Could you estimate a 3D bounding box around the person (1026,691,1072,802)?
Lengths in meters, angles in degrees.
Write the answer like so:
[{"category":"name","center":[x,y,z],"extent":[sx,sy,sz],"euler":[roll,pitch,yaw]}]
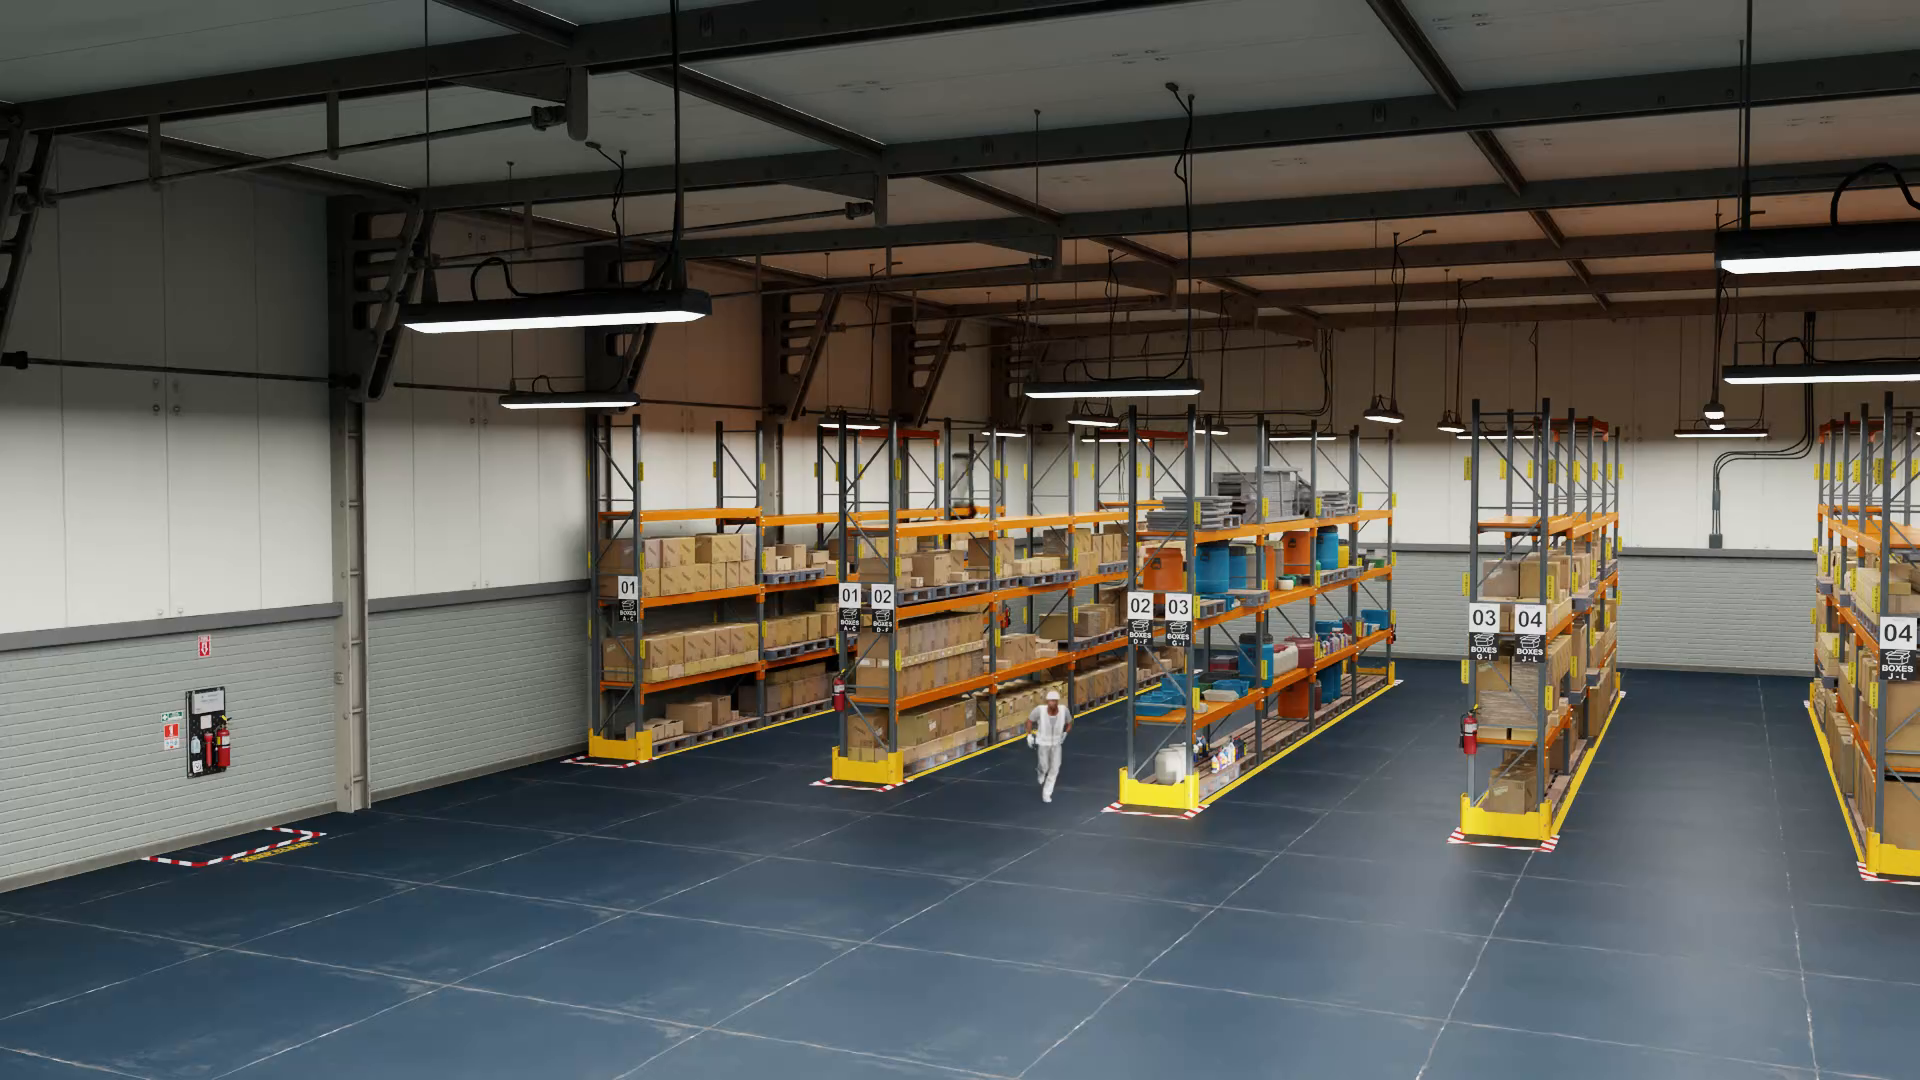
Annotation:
[{"category":"person","center":[1.359,3.123,25.382],"extent":[0.678,1.709,0.808],"euler":[-1,2,-14]}]
